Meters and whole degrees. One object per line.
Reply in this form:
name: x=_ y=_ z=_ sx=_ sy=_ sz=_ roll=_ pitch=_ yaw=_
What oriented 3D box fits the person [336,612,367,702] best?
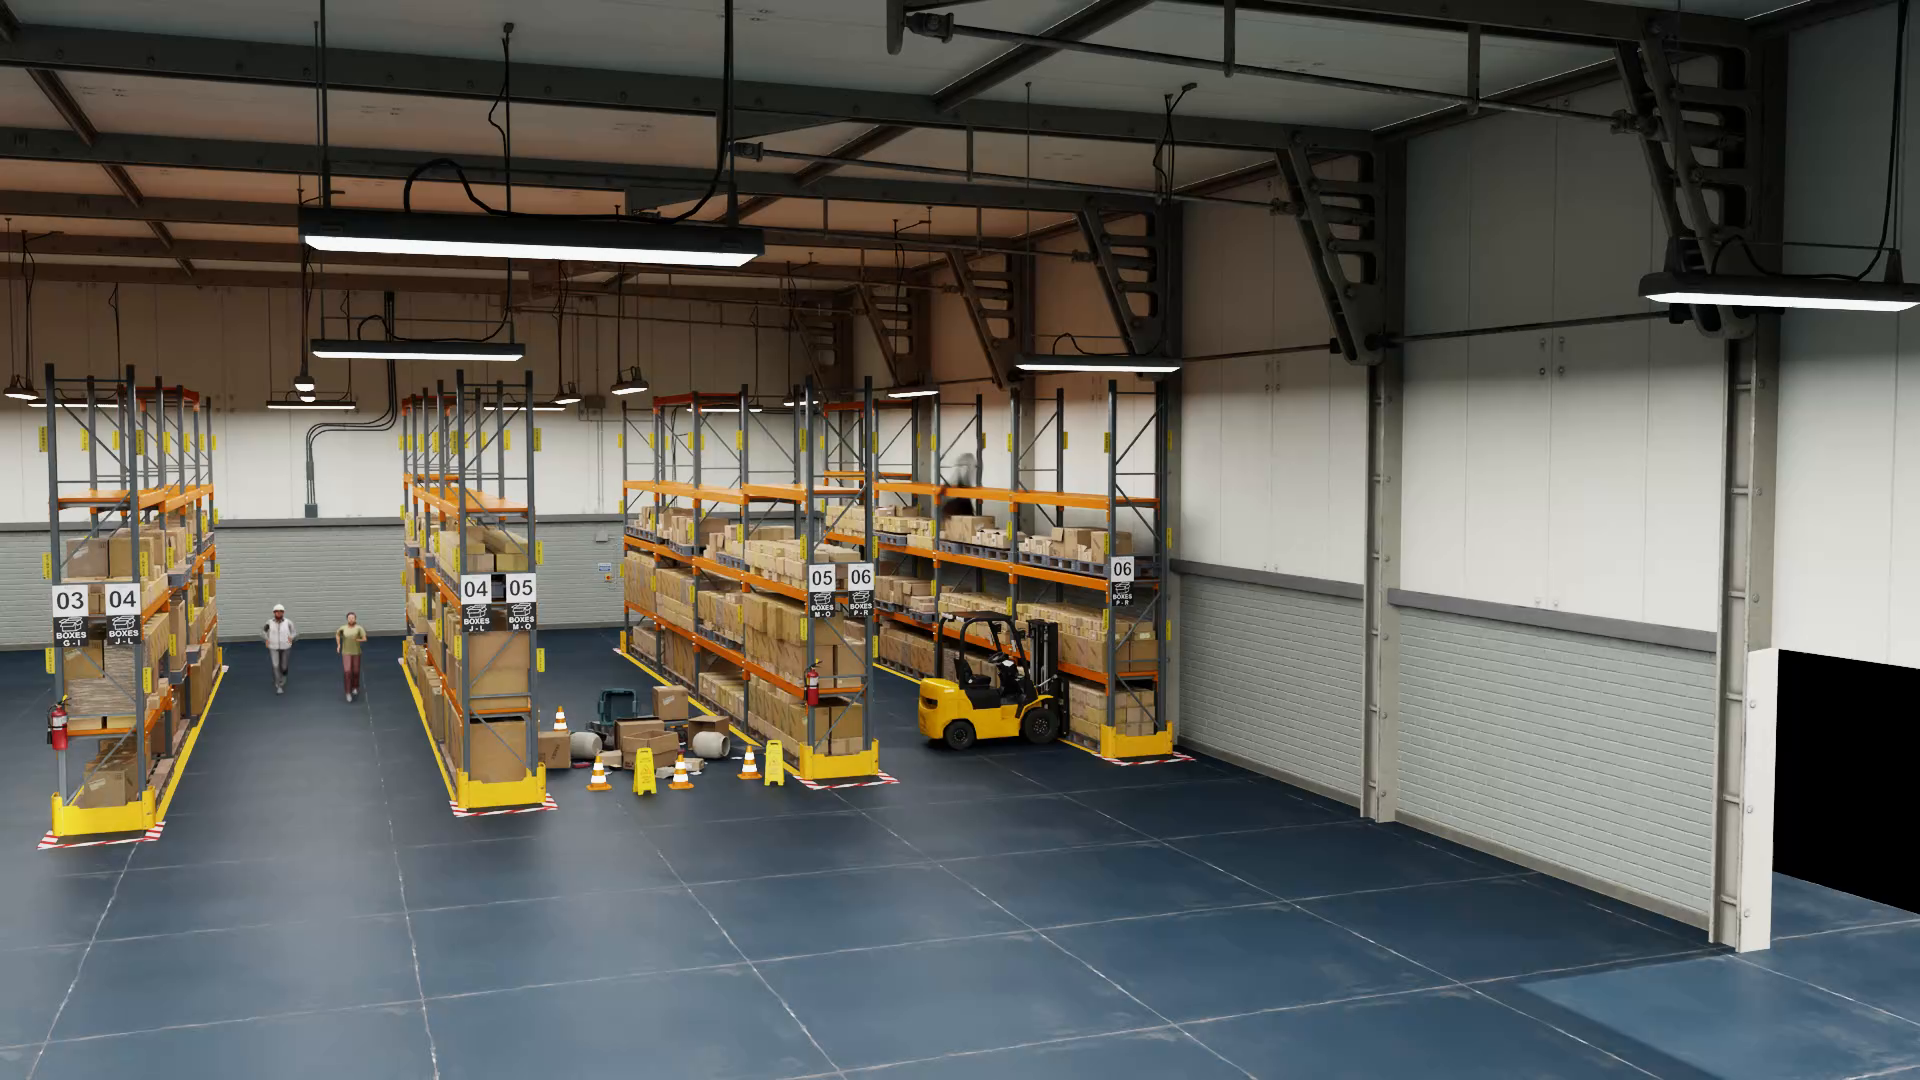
person: x=-11.864 y=2.252 z=32.451 sx=0.557 sy=1.701 sz=0.879 roll=-1 pitch=4 yaw=-23

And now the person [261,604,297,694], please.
person: x=-13.704 y=2.178 z=33.477 sx=0.662 sy=1.772 sz=0.875 roll=-1 pitch=4 yaw=-23
